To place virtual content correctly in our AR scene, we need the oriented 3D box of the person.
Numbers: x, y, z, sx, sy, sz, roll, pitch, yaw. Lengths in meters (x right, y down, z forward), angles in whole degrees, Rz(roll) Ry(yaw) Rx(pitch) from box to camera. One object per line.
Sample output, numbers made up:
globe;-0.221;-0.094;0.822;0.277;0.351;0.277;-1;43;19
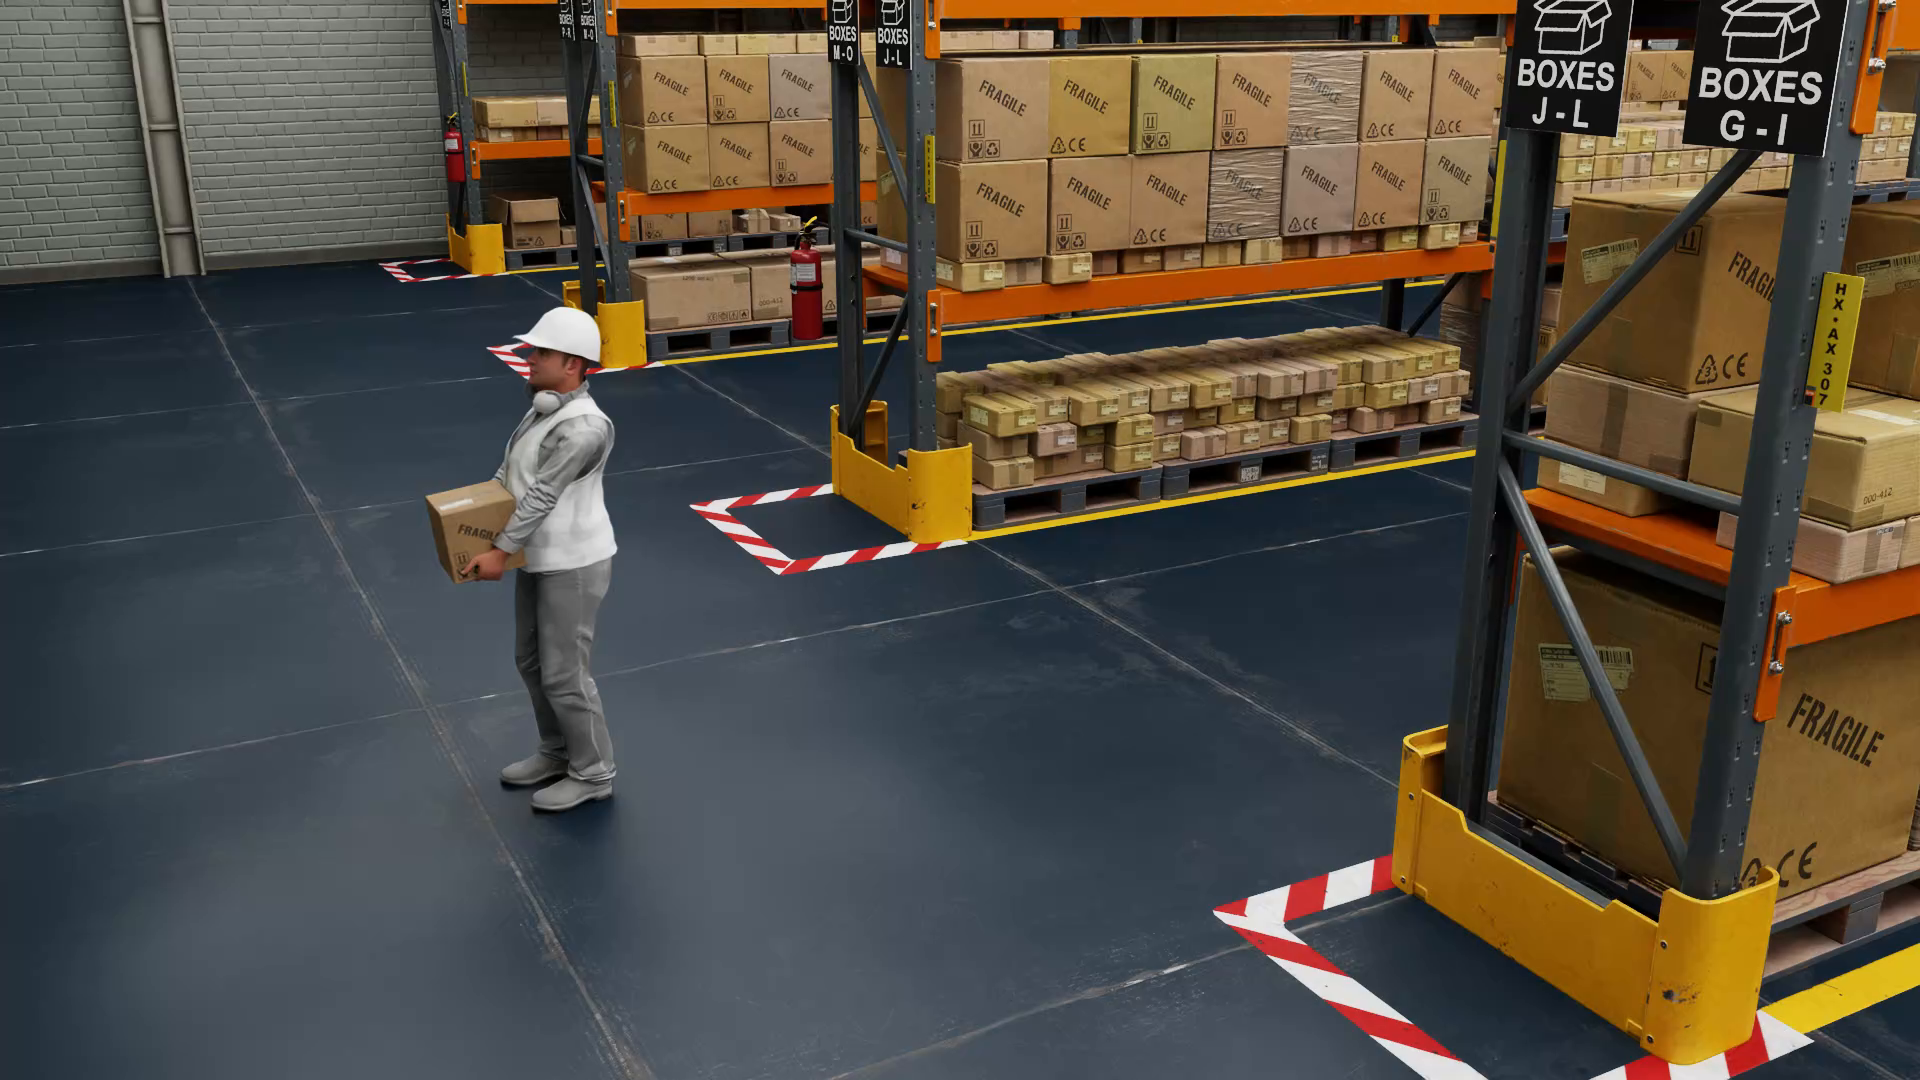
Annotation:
person;-1.476;0.079;5.794;0.556;1.762;0.494;-9;21;-26
